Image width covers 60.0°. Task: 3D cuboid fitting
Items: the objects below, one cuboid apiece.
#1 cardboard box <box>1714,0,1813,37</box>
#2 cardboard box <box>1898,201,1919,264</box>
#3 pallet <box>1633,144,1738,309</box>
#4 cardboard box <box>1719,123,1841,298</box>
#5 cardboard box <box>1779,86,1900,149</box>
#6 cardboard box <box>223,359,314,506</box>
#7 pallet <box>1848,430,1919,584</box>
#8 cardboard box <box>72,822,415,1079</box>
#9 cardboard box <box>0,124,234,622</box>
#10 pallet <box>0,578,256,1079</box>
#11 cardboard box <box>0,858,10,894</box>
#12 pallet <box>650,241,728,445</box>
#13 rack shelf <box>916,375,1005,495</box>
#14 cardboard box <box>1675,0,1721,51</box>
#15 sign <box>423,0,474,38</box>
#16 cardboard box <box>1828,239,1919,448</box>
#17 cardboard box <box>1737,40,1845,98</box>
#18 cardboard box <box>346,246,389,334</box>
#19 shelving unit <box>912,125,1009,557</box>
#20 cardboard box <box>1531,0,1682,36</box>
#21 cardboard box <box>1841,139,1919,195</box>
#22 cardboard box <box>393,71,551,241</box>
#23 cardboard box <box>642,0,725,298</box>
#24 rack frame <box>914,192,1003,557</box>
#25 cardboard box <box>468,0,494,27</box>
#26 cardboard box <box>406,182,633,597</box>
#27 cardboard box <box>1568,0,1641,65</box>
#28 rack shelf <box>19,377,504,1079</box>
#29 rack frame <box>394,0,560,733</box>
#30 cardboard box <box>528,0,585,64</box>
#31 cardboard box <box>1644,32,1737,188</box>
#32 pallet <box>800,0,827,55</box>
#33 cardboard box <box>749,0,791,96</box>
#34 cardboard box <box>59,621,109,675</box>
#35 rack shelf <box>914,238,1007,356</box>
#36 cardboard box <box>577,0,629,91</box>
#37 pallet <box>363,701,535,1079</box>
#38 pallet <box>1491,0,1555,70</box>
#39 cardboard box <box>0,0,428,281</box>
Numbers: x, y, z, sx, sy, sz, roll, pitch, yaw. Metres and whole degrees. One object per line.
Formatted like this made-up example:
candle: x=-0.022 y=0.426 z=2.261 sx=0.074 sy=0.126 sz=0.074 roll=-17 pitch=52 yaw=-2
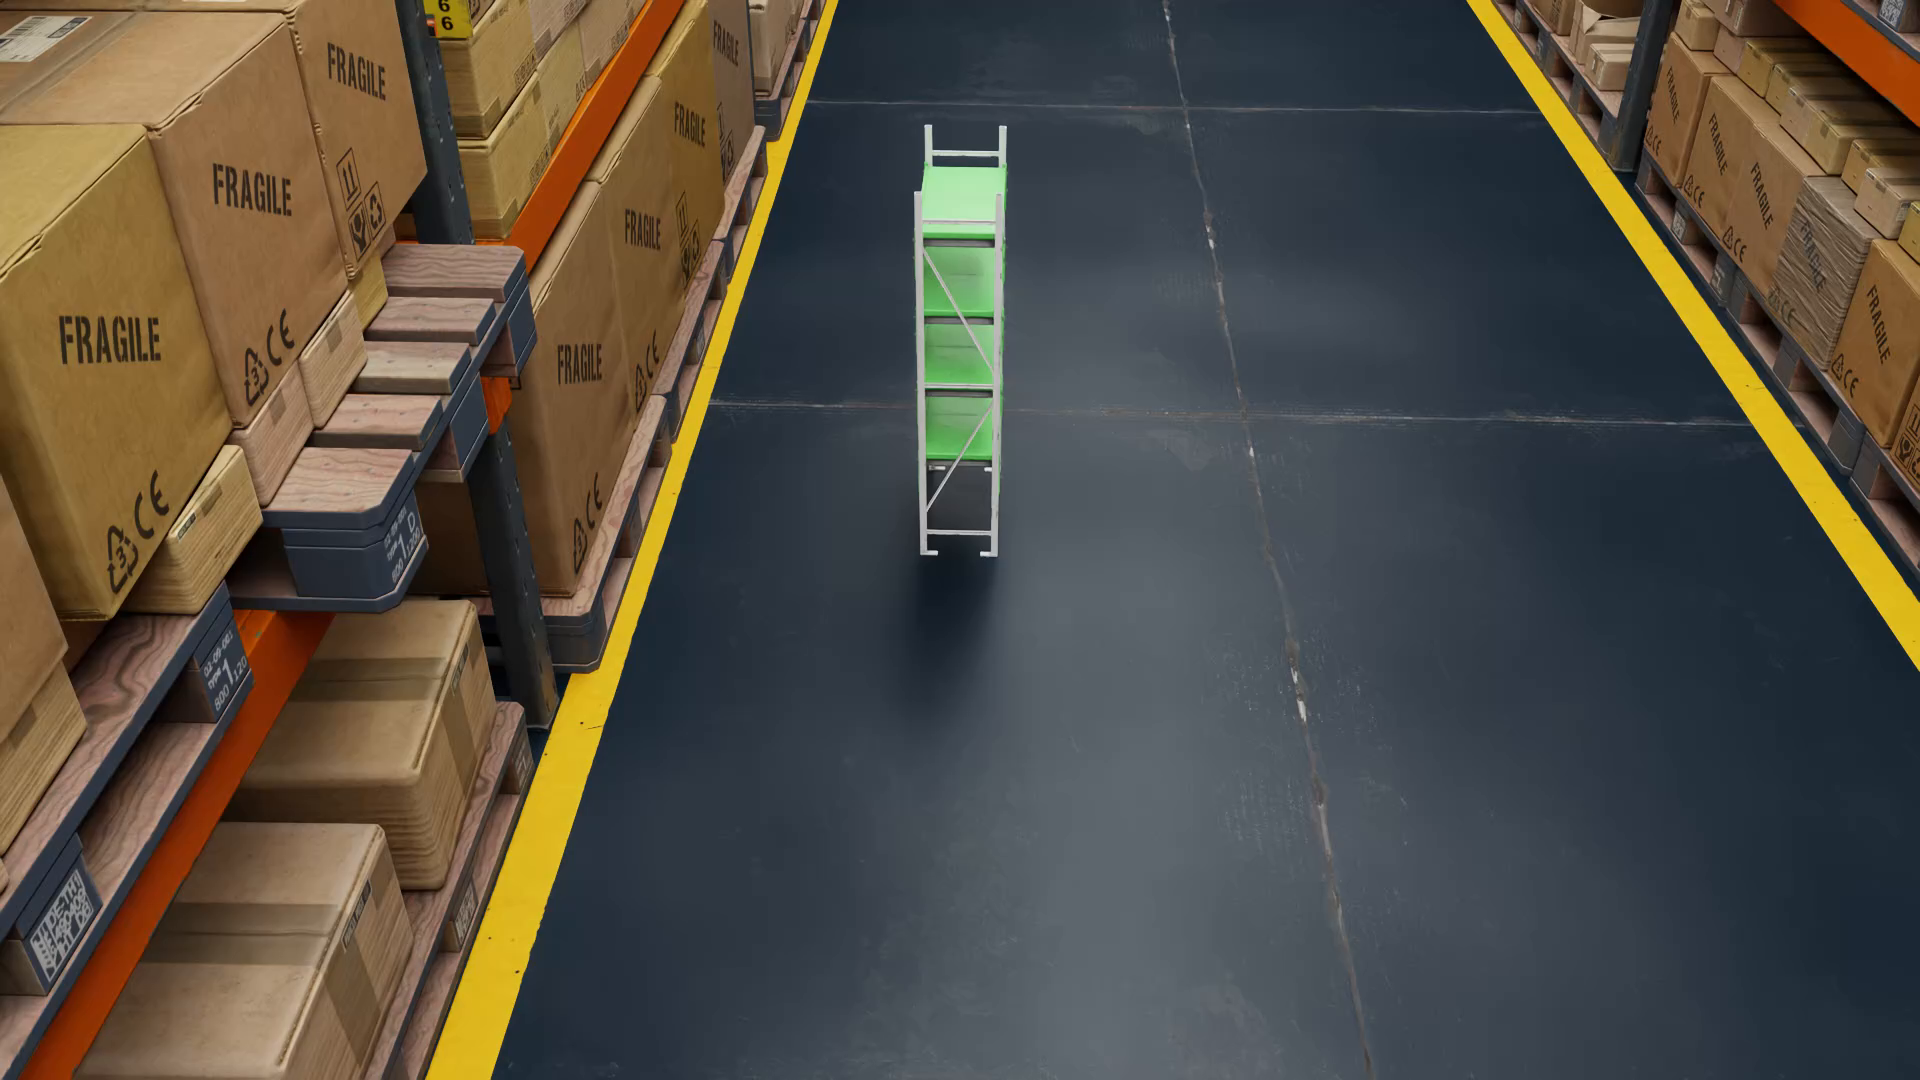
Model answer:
cardboard box: x=3.266 y=-2.125 z=6.650 sx=0.380 sy=0.149 sz=0.250 roll=0 pitch=35 yaw=0
cardboard box: x=3.215 y=-0.946 z=5.233 sx=0.380 sy=0.149 sz=0.250 roll=1 pitch=35 yaw=1
pallet: x=3.514 y=-1.330 z=6.958 sx=1.003 sy=0.211 sz=1.213 roll=1 pitch=35 yaw=2
cardboard box: x=3.229 y=-1.222 z=6.189 sx=0.500 sy=0.500 sz=0.500 roll=0 pitch=35 yaw=0
cardboard box: x=3.251 y=-1.544 z=6.083 sx=0.380 sy=0.149 sz=0.250 roll=1 pitch=35 yaw=2
cardboard box: x=-1.311 y=-0.182 z=2.754 sx=0.380 sy=0.149 sz=0.250 roll=0 pitch=35 yaw=0
pallet: x=3.416 y=0.072 z=4.964 sx=1.003 sy=0.211 sz=1.213 roll=1 pitch=35 yaw=2
cardboard box: x=-1.665 y=0.899 z=3.283 sx=0.950 sy=0.372 sz=0.625 roll=1 pitch=35 yaw=1
cardboard box: x=-1.381 y=-0.233 z=2.261 sx=0.500 sy=0.500 sz=0.500 roll=-1 pitch=35 yaw=-1
pallet: x=-1.650 y=0.464 z=2.148 sx=1.003 sy=0.211 sz=1.213 roll=1 pitch=35 yaw=2
cardboard box: x=-1.354 y=0.418 z=1.900 sx=0.380 sy=0.149 sz=0.250 roll=3 pitch=35 yaw=4
pallet: x=-1.452 y=-0.763 z=6.151 sx=1.003 sy=0.211 sz=1.213 roll=1 pitch=35 yaw=2
rack shelf: x=0.007 y=-0.337 z=5.215 sx=0.258 sy=0.148 sz=0.480 roll=1 pitch=35 yaw=2
cardboard box: x=3.229 y=-2.153 z=6.950 sx=0.380 sy=0.149 sz=0.250 roll=3 pitch=35 yaw=4
sign: x=-1.069 y=-1.187 z=3.393 sx=0.100 sy=0.325 sz=0.005 roll=1 pitch=35 yaw=2
cardboard box: x=3.200 y=-0.626 z=5.340 sx=0.500 sy=0.500 sz=0.500 roll=3 pitch=35 yaw=4
cardboard box: x=3.296 y=-1.845 z=6.511 sx=0.380 sy=0.149 sz=0.250 roll=0 pitch=35 yaw=-1
cardboard box: x=-1.328 y=-0.473 z=3.167 sx=0.380 sy=0.149 sz=0.250 roll=2 pitch=35 yaw=3
shelving unit: x=0.007 y=-0.586 z=5.040 sx=0.258 sy=1.200 sz=0.503 roll=1 pitch=35 yaw=2
cardboard box: x=3.436 y=-2.950 z=8.648 sx=0.700 sy=0.500 sz=0.500 roll=0 pitch=35 yaw=0
cardboard box: x=3.257 y=-1.246 z=5.659 sx=0.380 sy=0.149 sz=0.250 roll=1 pitch=35 yaw=2
cardboard box: x=-1.340 y=-0.967 z=4.148 sx=0.500 sy=0.250 sz=0.500 roll=1 pitch=35 yaw=1
cardboard box: x=-1.424 y=-1.477 z=6.225 sx=0.875 sy=0.875 sz=0.875 roll=2 pitch=35 yaw=3
rack frame: x=-0.003 y=-0.446 z=4.841 sx=0.240 sy=1.200 sz=0.015 roll=1 pitch=35 yaw=2
cardboard box: x=-1.347 y=-1.481 z=3.792 sx=0.500 sy=0.500 sz=0.500 roll=0 pitch=35 yaw=0
cardboard box: x=-1.500 y=-0.451 z=4.765 sx=0.875 sy=0.875 sz=0.875 roll=1 pitch=35 yaw=1
cardboard box: x=3.253 y=-2.524 z=8.245 sx=0.396 sy=0.266 sz=0.258 roll=3 pitch=35 yaw=4
rack shelf: x=-1.692 y=0.690 z=2.285 sx=1.077 sy=0.370 sz=4.000 roll=1 pitch=35 yaw=2
rack frame: x=-1.611 y=-0.753 z=3.713 sx=1.000 sy=3.000 sz=0.127 roll=1 pitch=35 yaw=2
cardboard box: x=-1.322 y=-1.479 z=4.441 sx=0.500 sy=0.250 sz=0.500 roll=2 pitch=35 yaw=3
cardboard box: x=3.265 y=-1.815 z=7.033 sx=0.500 sy=0.500 sz=0.500 roll=3 pitch=35 yaw=4
pallet: x=-1.296 y=-3.048 z=9.404 sx=1.003 sy=0.211 sz=1.213 roll=1 pitch=35 yaw=2
cardboard box: x=-1.318 y=-2.533 z=8.109 sx=0.875 sy=0.438 sz=0.875 roll=1 pitch=35 yaw=1
cardboard box: x=-1.444 y=0.117 z=2.327 sx=0.380 sy=0.149 sz=0.250 roll=2 pitch=35 yaw=2
rack shelf: x=0.007 y=-0.730 z=4.939 sx=0.258 sy=0.148 sz=0.480 roll=1 pitch=35 yaw=2
cardboard box: x=-1.310 y=-1.564 z=4.997 sx=0.500 sy=0.250 sz=0.500 roll=2 pitch=35 yaw=3
pallet: x=-1.644 y=0.837 z=3.876 sx=1.003 sy=0.211 sz=1.213 roll=1 pitch=35 yaw=2
pallet: x=3.584 y=-2.895 z=9.186 sx=1.003 sy=0.211 sz=1.213 roll=1 pitch=35 yaw=2
cardboard box: x=-1.352 y=-0.820 z=3.097 sx=0.500 sy=0.500 sz=0.500 roll=0 pitch=35 yaw=1
